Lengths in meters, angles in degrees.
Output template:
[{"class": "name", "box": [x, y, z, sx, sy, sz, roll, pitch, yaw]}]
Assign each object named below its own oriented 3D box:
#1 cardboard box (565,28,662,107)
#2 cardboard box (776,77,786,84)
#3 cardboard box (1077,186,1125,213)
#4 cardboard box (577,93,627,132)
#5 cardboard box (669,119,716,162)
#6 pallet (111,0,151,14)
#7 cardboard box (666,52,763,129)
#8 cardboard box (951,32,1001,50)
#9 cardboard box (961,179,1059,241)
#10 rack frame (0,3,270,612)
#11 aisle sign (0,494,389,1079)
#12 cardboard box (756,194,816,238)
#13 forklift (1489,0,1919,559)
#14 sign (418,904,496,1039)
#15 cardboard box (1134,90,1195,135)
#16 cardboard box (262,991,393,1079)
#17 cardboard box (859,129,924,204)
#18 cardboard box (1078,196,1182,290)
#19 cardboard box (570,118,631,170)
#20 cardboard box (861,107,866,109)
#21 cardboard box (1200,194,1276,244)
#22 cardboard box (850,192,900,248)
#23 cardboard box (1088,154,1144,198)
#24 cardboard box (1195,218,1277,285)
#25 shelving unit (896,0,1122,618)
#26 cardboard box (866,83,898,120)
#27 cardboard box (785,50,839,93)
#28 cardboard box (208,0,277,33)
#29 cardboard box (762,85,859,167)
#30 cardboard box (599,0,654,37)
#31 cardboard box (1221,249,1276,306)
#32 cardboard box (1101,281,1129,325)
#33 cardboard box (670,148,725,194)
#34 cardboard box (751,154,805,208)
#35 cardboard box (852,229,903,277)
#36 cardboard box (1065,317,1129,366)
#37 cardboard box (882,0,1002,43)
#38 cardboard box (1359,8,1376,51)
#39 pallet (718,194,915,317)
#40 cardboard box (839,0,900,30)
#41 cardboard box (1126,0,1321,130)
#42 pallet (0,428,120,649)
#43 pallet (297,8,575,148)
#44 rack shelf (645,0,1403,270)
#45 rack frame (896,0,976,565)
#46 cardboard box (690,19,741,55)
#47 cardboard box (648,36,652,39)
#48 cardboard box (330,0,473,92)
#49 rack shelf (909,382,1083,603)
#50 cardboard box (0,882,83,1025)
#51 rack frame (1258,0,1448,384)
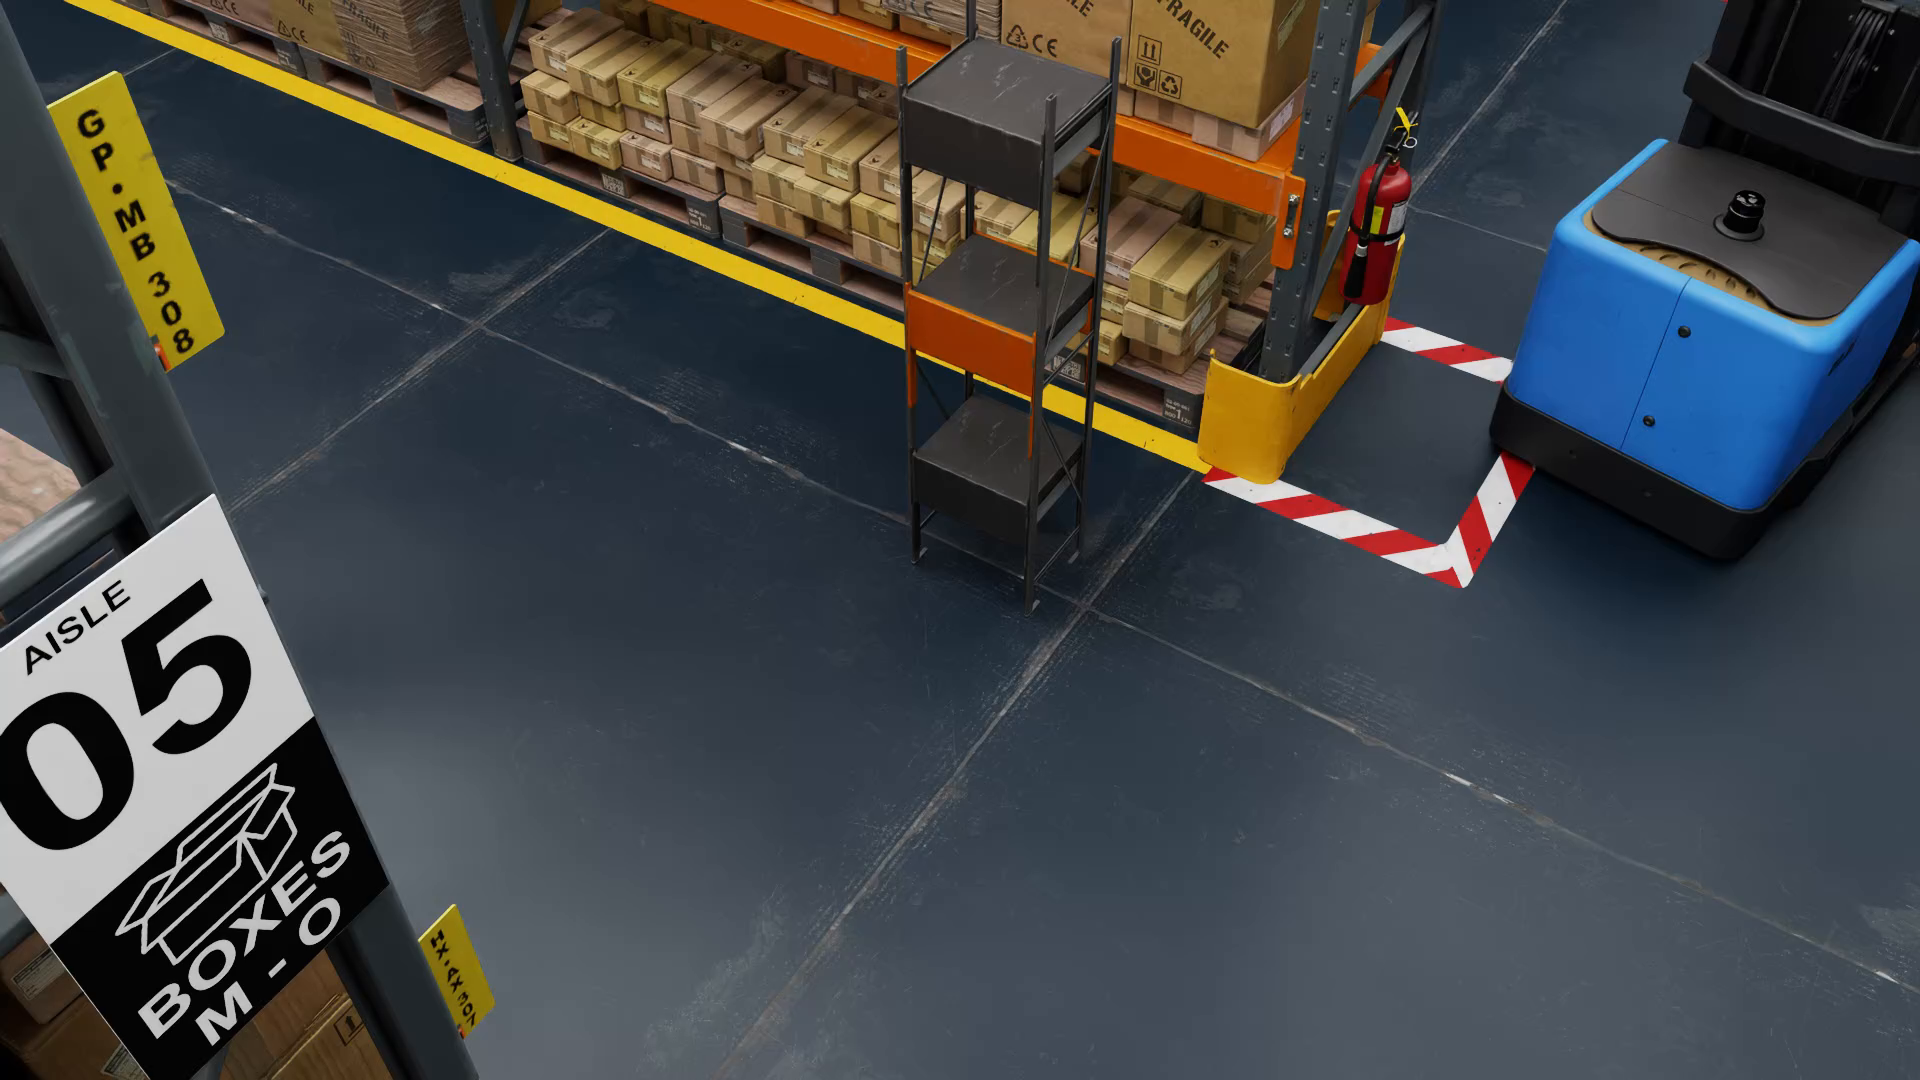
[{"class": "cardboard box", "box": [-1.553, -2.140, 7.518, 0.250, 0.149, 0.380, 27, 52, 24]}, {"class": "cardboard box", "box": [-0.867, -2.160, 7.745, 0.250, 0.149, 0.380, 25, 51, 22]}, {"class": "cardboard box", "box": [0.679, -1.427, 7.033, 0.250, 0.149, 0.380, 25, 51, 23]}, {"class": "cardboard box", "box": [-1.537, -2.059, 7.647, 0.250, 0.149, 0.380, 25, 51, 22]}, {"class": "cardboard box", "box": [-1.087, -1.881, 7.474, 0.250, 0.149, 0.380, 22, 50, 20]}, {"class": "pallet", "box": [-4.641, -3.454, 9.459, 1.213, 0.211, 1.003, 25, 51, 22]}, {"class": "cardboard box", "box": [-1.082, -1.984, 7.367, 0.250, 0.149, 0.380, 23, 50, 21]}, {"class": "cardboard box", "box": [0.167, -1.911, 6.191, 0.250, 0.149, 0.380, 23, 50, 20]}, {"class": "cardboard box", "box": [0.202, -1.338, 6.739, 0.250, 0.149, 0.380, 23, 50, 21]}, {"class": "rack frame", "box": [-1.152, -0.695, 0.651, 0.127, 3.000, 1.000, 25, 51, 22]}, {"class": "aisle sign", "box": [-0.934, 0.343, 2.013, 0.004, 0.787, 0.394, 25, 51, 22]}, {"class": "cardboard box", "box": [-0.684, -1.520, 7.331, 0.250, 0.149, 0.380, 23, 50, 21]}, {"class": "forklift", "box": [3.461, -1.916, 6.068, 1.130, 2.935, 3.031, 34, 55, 28]}, {"class": "sign", "box": [-0.847, 0.734, 2.787, 0.005, 0.325, 0.100, 25, 51, 22]}, {"class": "cardboard box", "box": [0.820, -1.619, 5.906, 0.250, 0.149, 0.380, 25, 51, 22]}, {"class": "cardboard box", "box": [-1.401, 1.002, 3.115, 0.500, 0.500, 0.500, 24, 51, 22]}, {"class": "cardboard box", "box": [-0.216, -1.577, 6.971, 0.250, 0.149, 0.380, 23, 50, 21]}, {"class": "cardboard box", "box": [0.673, -1.176, 6.581, 0.250, 0.149, 0.380, 26, 51, 23]}, {"class": "cardboard box", "box": [-1.574, -1.895, 7.695, 0.250, 0.149, 0.380, 26, 51, 23]}, {"class": "cardboard box", "box": [-0.427, -1.957, 7.548, 0.250, 0.149, 0.380, 22, 50, 20]}, {"class": "cardboard box", "box": [1.178, -1.400, 6.799, 0.250, 0.149, 0.380, 23, 50, 20]}, {"class": "cardboard box", "box": [-0.250, -1.423, 7.029, 0.250, 0.149, 0.380, 27, 52, 24]}, {"class": "cardboard box", "box": [0.738, -1.609, 7.002, 0.250, 0.149, 0.380, 25, 51, 22]}, {"class": "cardboard box", "box": [1.133, -1.246, 6.857, 0.250, 0.149, 0.380, 27, 52, 24]}, {"class": "shelving unit", "box": [0.139, -0.668, 5.435, 0.503, 2.100, 0.431, 25, 51, 22]}, {"class": "cardboard box", "box": [-0.204, -1.937, 7.321, 0.250, 0.149, 0.380, 25, 51, 22]}, {"class": "cardboard box", "box": [-0.587, -2.196, 7.573, 0.250, 0.149, 0.380, 22, 50, 20]}, {"class": "cardboard box", "box": [-3.551, -2.990, 8.514, 0.500, 0.500, 0.500, 24, 50, 21]}, {"class": "cardboard box", "box": [-0.638, -1.781, 7.169, 0.250, 0.149, 0.380, 23, 50, 21]}, {"class": "cardboard box", "box": [-1.491, -2.560, 7.926, 0.250, 0.149, 0.380, 26, 51, 23]}, {"class": "cardboard box", "box": [1.168, -1.181, 7.001, 0.250, 0.149, 0.380, 26, 51, 23]}, {"class": "cardboard box", "box": [0.646, -1.054, 6.670, 0.250, 0.149, 0.380, 24, 50, 21]}, {"class": "cardboard box", "box": [-1.096, -1.762, 7.566, 0.250, 0.149, 0.380, 24, 50, 21]}, {"class": "cardboard box", "box": [-0.690, -1.624, 7.224, 0.250, 0.149, 0.380, 24, 51, 22]}, {"class": "cardboard box", "box": [-0.250, -1.322, 7.138, 0.250, 0.149, 0.380, 26, 51, 23]}, {"class": "cardboard box", "box": [0.609, -0.901, 6.729, 0.250, 0.149, 0.380, 26, 51, 23]}, {"class": "cardboard box", "box": [0.056, -2.182, 6.001, 0.500, 0.500, 0.500, 25, 51, 22]}, {"class": "cardboard box", "box": [1.340, -1.867, 6.148, 0.250, 0.149, 0.380, 24, 51, 22]}, {"class": "pallet", "box": [-0.316, -1.498, 7.558, 1.213, 0.211, 1.003, 25, 51, 22]}, {"class": "cardboard box", "box": [-0.260, -2.144, 6.417, 0.250, 0.149, 0.380, 26, 51, 23]}, {"class": "cardboard box", "box": [0.919, -1.789, 5.619, 0.500, 0.500, 0.500, 26, 51, 23]}, {"class": "pallet", "box": [-1.782, 0.100, 2.031, 1.213, 0.211, 1.003, 25, 51, 22]}, {"class": "pallet", "box": [-2.587, -2.509, 8.541, 1.213, 0.211, 1.003, 25, 51, 22]}, {"class": "rack shelf", "box": [-0.248, -2.155, 6.754, 4.000, 0.370, 1.077, 25, 51, 22]}, {"class": "rack frame", "box": [-0.066, -0.762, 5.526, 0.015, 2.100, 0.400, 25, 51, 22]}, {"class": "cardboard box", "box": [-1.041, -2.393, 7.764, 0.250, 0.149, 0.380, 24, 51, 22]}, {"class": "cardboard box", "box": [-1.494, -2.507, 8.082, 0.250, 0.149, 0.380, 26, 51, 23]}, {"class": "cardboard box", "box": [-2.690, -2.590, 8.125, 0.500, 0.500, 0.500, 24, 50, 21]}, {"class": "rack shelf", "box": [0.139, -0.170, 5.946, 0.480, 0.518, 0.431, 25, 51, 22]}, {"class": "cardboard box", "box": [-1.301, 0.482, 2.471, 0.250, 0.149, 0.380, 26, 51, 23]}, {"class": "rack frame", "box": [1.436, -1.632, 5.744, 0.127, 3.000, 1.000, 25, 51, 22]}]
